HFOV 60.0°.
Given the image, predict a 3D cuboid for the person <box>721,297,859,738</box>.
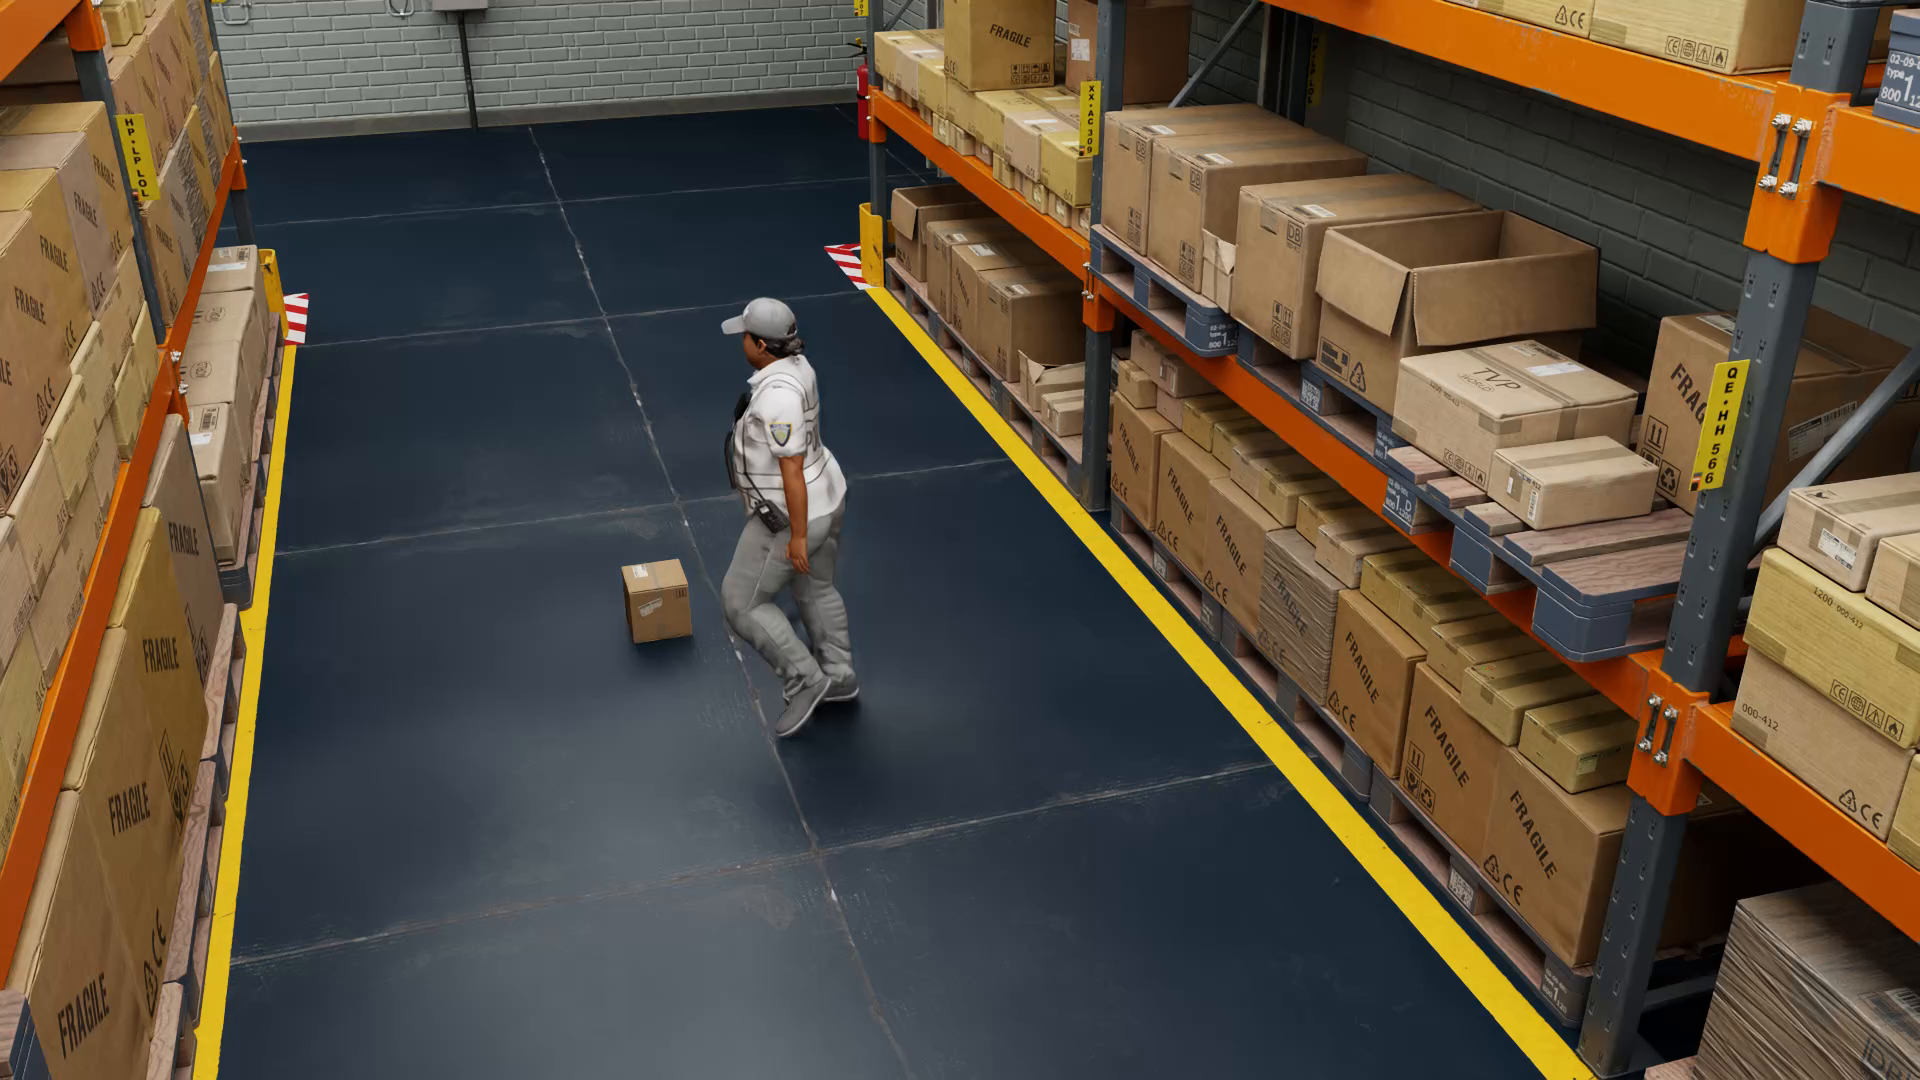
[{"bbox_3d":[-0.643,-0.090,6.263,0.469,1.669,0.542,4,27,7],"label":"person"}]
